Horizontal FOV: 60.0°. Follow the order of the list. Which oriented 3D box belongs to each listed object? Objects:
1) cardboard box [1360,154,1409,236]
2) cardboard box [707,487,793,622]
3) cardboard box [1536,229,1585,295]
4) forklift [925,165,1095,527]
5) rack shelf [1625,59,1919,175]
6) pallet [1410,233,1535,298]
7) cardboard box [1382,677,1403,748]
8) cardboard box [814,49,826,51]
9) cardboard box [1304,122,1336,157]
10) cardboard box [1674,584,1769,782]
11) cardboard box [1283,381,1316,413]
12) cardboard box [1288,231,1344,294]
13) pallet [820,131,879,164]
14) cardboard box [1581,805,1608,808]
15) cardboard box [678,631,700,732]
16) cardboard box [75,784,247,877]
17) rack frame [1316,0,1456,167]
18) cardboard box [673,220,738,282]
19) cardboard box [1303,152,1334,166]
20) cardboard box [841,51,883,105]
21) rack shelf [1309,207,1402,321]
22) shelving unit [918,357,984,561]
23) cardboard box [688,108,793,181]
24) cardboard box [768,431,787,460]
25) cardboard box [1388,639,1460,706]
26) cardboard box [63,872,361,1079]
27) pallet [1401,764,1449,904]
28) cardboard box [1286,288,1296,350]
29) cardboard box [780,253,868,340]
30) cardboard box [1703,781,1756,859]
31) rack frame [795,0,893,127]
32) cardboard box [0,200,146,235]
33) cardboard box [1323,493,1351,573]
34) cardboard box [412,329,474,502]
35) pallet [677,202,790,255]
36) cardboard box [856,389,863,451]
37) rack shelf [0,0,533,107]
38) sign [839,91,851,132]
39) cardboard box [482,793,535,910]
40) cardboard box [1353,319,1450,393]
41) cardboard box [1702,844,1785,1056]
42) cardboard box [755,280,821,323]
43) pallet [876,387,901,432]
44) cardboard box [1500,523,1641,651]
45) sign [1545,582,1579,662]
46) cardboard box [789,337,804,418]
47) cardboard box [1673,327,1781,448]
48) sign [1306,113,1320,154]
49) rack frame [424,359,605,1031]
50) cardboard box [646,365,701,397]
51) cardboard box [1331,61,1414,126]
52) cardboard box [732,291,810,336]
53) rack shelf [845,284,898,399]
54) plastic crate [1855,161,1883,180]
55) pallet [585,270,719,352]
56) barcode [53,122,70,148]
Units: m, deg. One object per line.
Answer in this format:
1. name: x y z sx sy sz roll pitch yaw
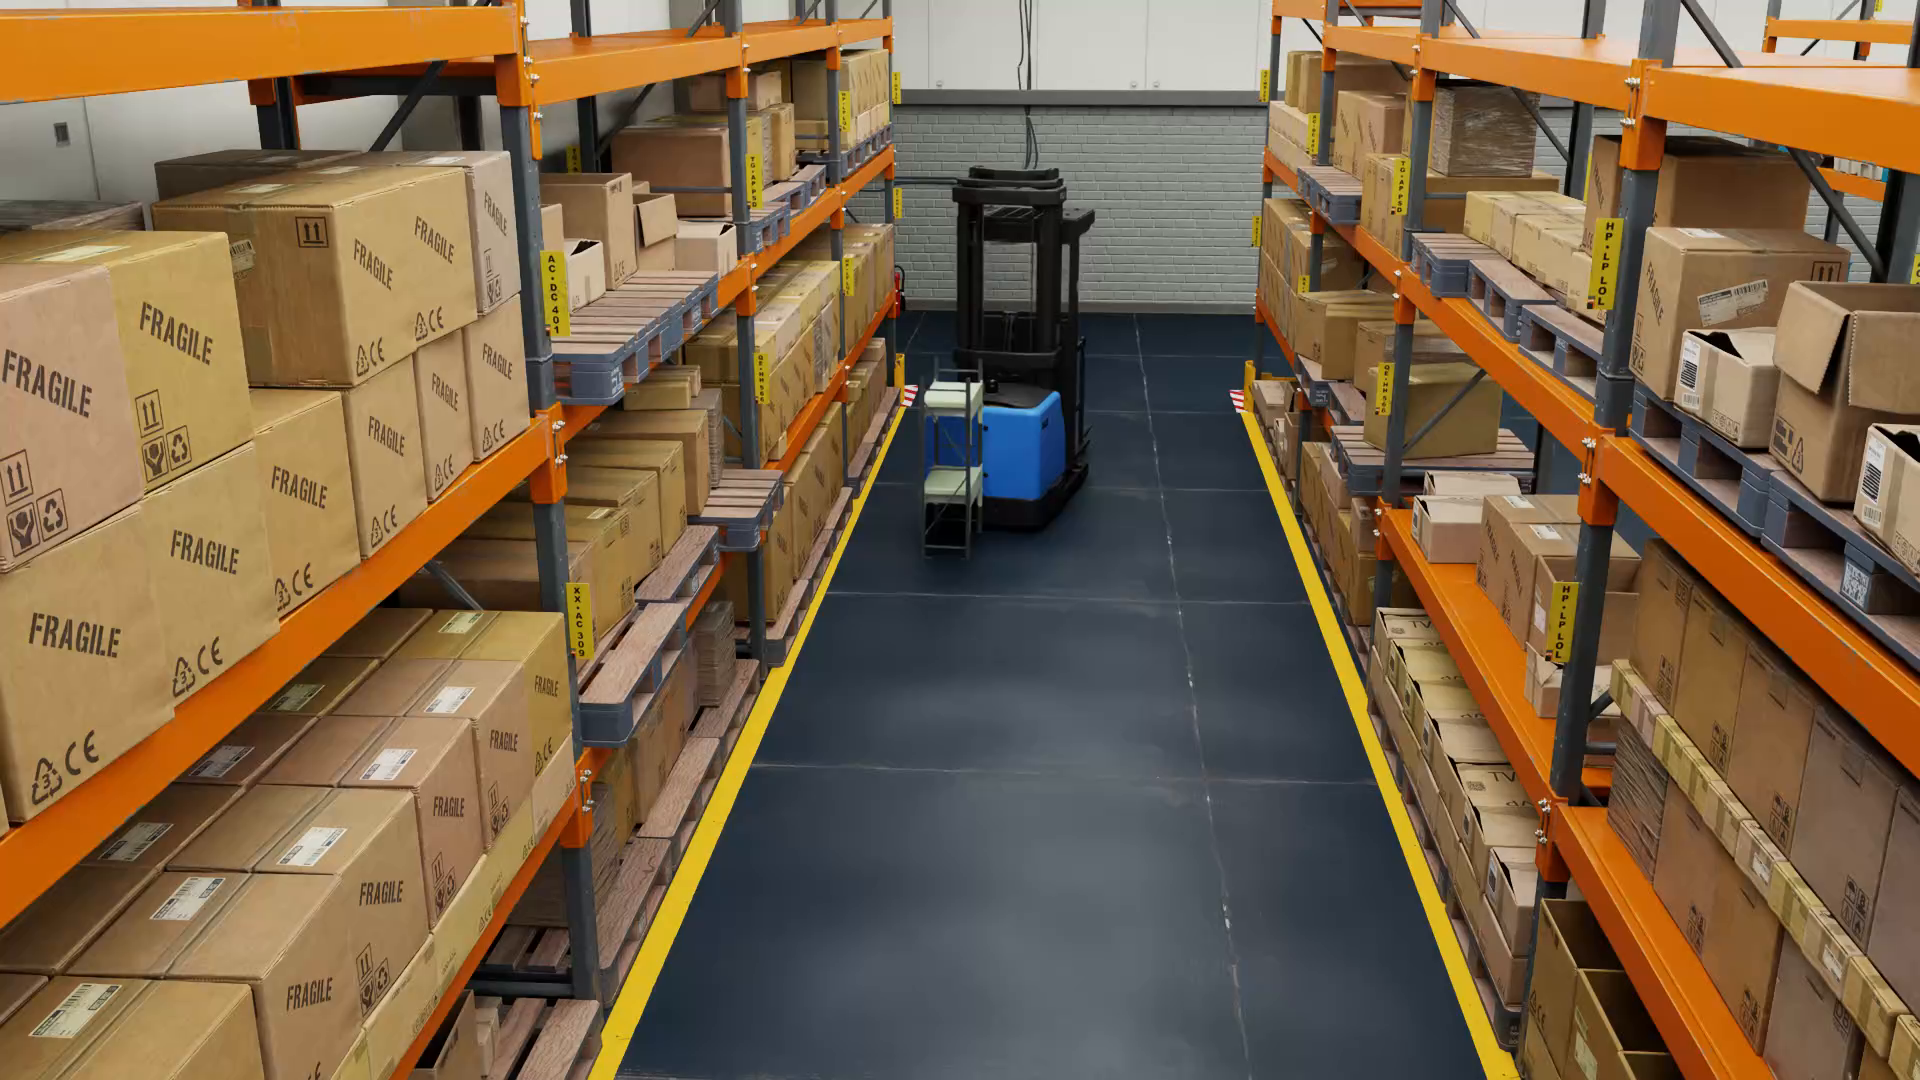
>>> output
1. cardboard box: 3.221 -2.332 11.245 0.910 0.500 0.500 1 18 4
2. cardboard box: -1.608 0.084 11.627 0.750 0.750 0.750 1 18 3
3. cardboard box: 3.061 -1.307 7.843 0.500 0.250 0.500 0 18 -1
4. forklift: 0.579 -1.921 15.078 1.130 2.935 3.031 5 19 15
5. rack shelf: 2.719 -0.858 3.889 1.077 0.370 4.000 1 18 4
6. pallet: 3.190 -1.526 9.249 1.213 0.211 1.003 2 18 6
7. cardboard box: 2.784 1.016 9.746 0.500 0.250 0.500 1 18 2
8. cardboard box: -1.511 -4.733 16.935 0.500 0.500 0.500 1 18 2
9. cardboard box: 3.200 -3.394 14.085 0.500 0.250 0.500 1 18 4
10. cardboard box: 2.802 0.470 5.427 0.700 0.500 0.500 1 18 4
11. cardboard box: 3.566 -1.252 16.228 0.797 0.503 0.637 1 18 4
12. cardboard box: 3.248 -2.490 14.939 0.500 0.500 0.500 1 18 3
13. pallet: -1.346 -3.770 15.936 1.003 0.211 1.213 1 18 4
14. cardboard box: 3.182 1.402 7.669 0.500 0.311 0.500 1 18 3
15. cardboard box: -1.944 0.849 9.824 0.700 0.500 0.500 1 18 4
16. cardboard box: -2.429 1.053 4.896 0.500 0.500 0.500 2 18 5
17. rack frame: 3.436 -4.496 13.193 1.000 3.000 0.127 1 18 4
18. cardboard box: -1.574 -1.675 9.512 0.500 0.311 0.500 1 18 4
19. cardboard box: 3.206 -3.156 14.162 0.500 0.250 0.500 1 18 4
20. cardboard box: -1.045 -4.566 16.425 0.500 0.500 0.500 2 18 6
21. rack shelf: 3.293 -2.108 11.876 1.077 0.370 4.000 1 18 4
22. shelving unit: -0.066 -0.670 13.559 0.431 1.500 0.755 3 18 8
23. cardboard box: -1.653 -2.992 12.551 0.700 0.500 0.500 1 18 3
24. cardboard box: -1.407 -0.658 11.486 0.380 0.149 0.250 2 18 6
25. cardboard box: 2.790 0.757 9.636 0.500 0.311 0.500 1 18 3
26. cardboard box: -1.942 1.222 4.379 0.500 0.500 0.500 1 18 2
27. pallet: 2.962 1.555 8.839 1.003 0.211 1.213 1 18 4
28. cardboard box: 3.252 -2.014 15.092 0.500 0.500 0.500 2 18 5
29. cardboard box: -1.392 -2.292 15.619 0.980 0.700 0.700 1 18 3
30. cardboard box: 2.578 0.880 5.218 0.380 0.149 0.250 1 18 2
31. rack frame: -1.218 -5.848 17.318 1.000 3.000 0.127 1 18 4
32. cardboard box: -2.466 -0.603 4.332 0.500 0.500 0.500 1 18 4
33. cardboard box: 3.051 -0.044 12.547 0.500 0.500 0.500 1 18 2
34. cardboard box: -1.917 -0.433 5.419 0.500 0.500 0.500 0 18 -1
35. pallet: -1.798 -2.049 10.846 1.213 0.211 1.003 2 18 6
36. cardboard box: -1.310 -1.152 15.963 0.700 0.500 0.500 1 18 3
37. rack shelf: -2.222 -1.156 4.161 1.077 0.370 4.000 1 18 4
38. sign: -0.963 -3.566 13.837 0.100 0.325 0.005 1 18 4
39. cardboard box: -1.854 1.100 5.957 0.500 0.250 0.500 1 18 4
40. cardboard box: 3.371 -1.342 12.367 0.700 0.500 0.500 -3 18 -10
41. cardboard box: 2.766 1.249 5.132 0.700 0.500 0.500 2 18 5
42. cardboard box: -1.366 -1.842 12.852 0.500 0.250 0.500 2 18 5
43. pallet: -1.197 -1.422 17.923 1.003 0.211 1.213 1 18 4
44. cardboard box: 3.008 0.234 8.230 0.500 0.500 0.500 1 18 4
45. sign: 2.321 0.318 6.404 0.100 0.325 0.005 1 18 4
46. cardboard box: -1.418 -1.173 12.014 0.500 0.500 0.500 1 18 4
47. cardboard box: 2.525 -0.492 5.033 0.500 0.311 0.500 0 18 1
48. sign: 2.895 -3.326 13.609 0.100 0.325 0.005 1 18 4
49. rack frame: -2.078 0.730 6.878 1.000 3.000 0.127 1 18 4
50. cardboard box: -1.786 -0.969 10.156 0.380 0.149 0.250 -1 18 -3
51. cardboard box: 3.433 -3.745 13.952 0.700 0.500 0.500 1 18 4
52. cardboard box: -1.402 -1.683 12.369 0.500 0.250 0.500 1 18 3
53. rack shelf: -1.361 -2.034 16.469 1.077 0.370 4.000 1 18 4
54. plastic crate: 8.088 -3.237 14.592 0.293 0.136 0.466 1 18 4
55. pallet: -1.857 -1.118 8.002 1.213 0.211 1.003 1 18 4
56. barcode: -2.607 -1.176 4.827 0.001 0.075 0.075 1 18 4
